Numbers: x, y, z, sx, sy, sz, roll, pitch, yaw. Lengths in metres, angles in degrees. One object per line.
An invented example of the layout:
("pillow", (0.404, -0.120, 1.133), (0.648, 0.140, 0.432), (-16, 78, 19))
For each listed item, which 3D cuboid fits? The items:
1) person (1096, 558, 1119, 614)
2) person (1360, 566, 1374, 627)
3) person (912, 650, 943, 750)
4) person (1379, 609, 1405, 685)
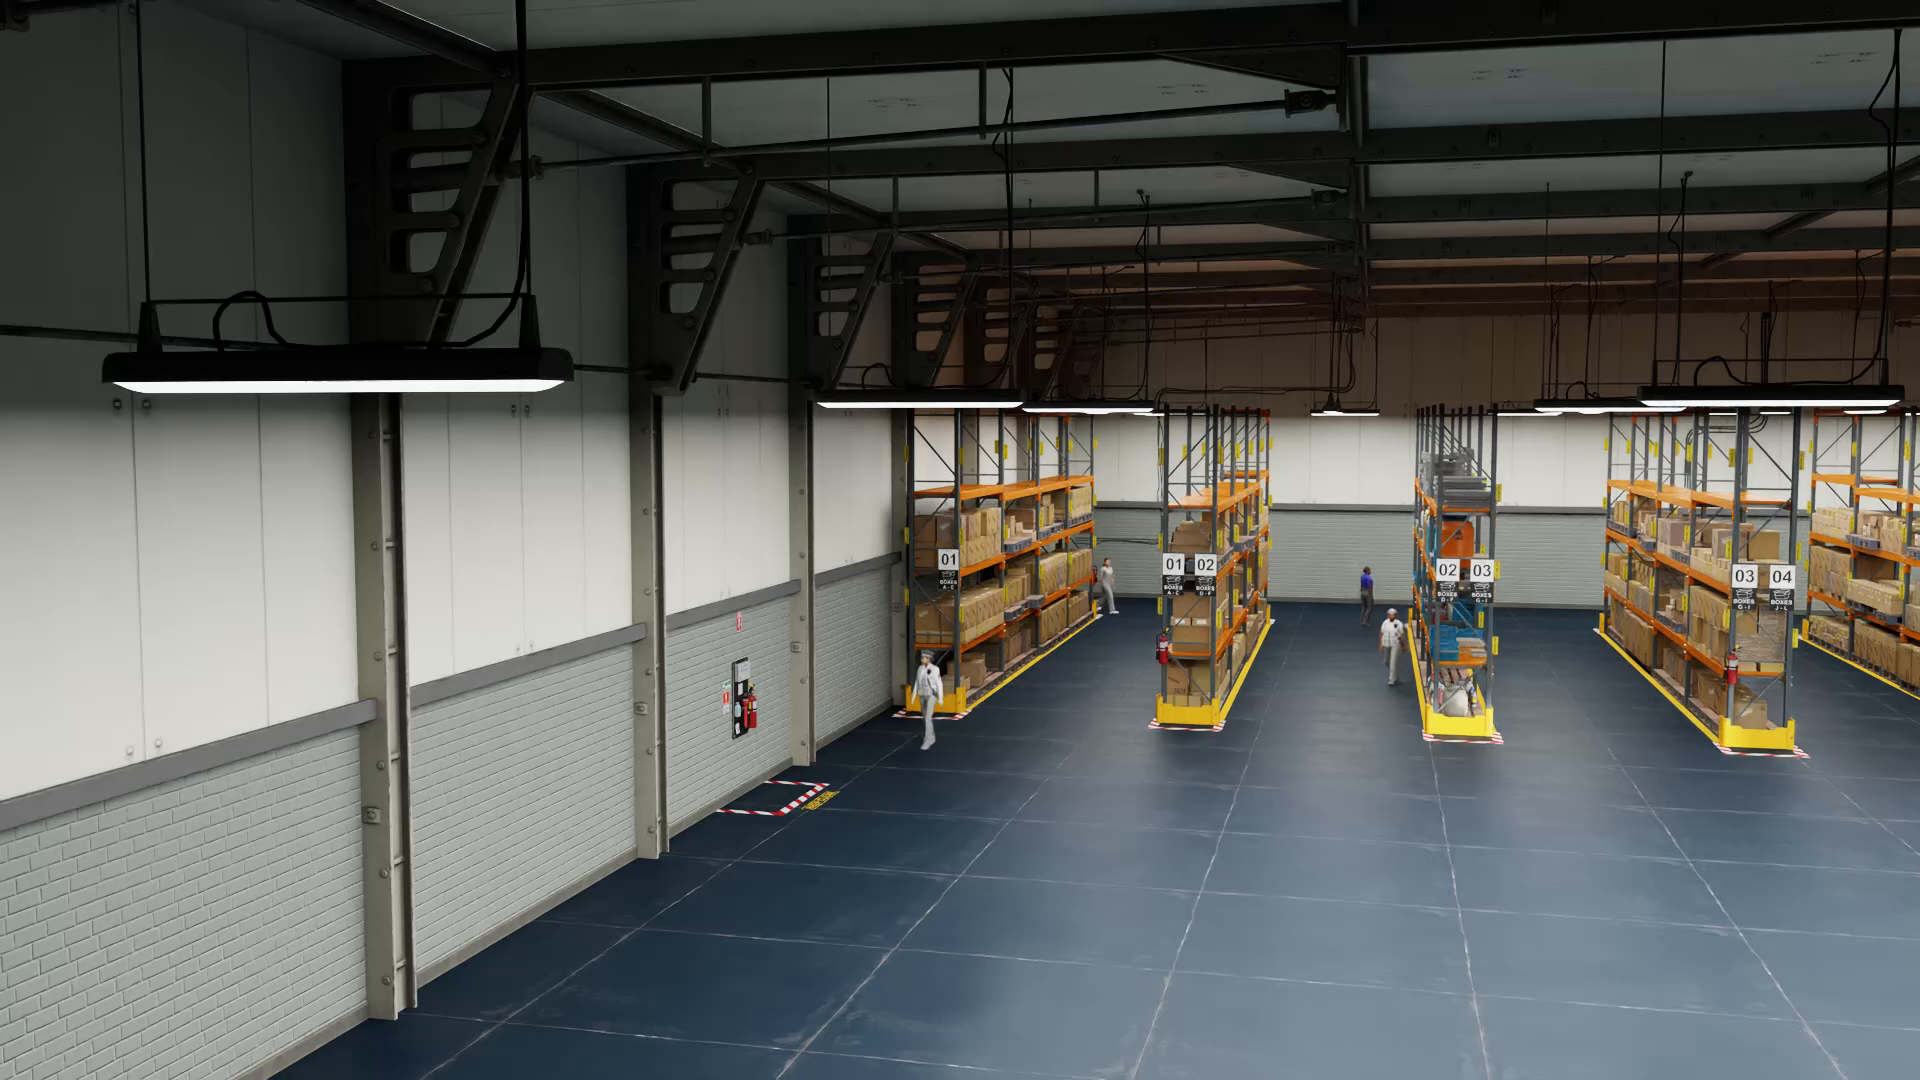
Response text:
("person", (4.287, 1.334, 48.920), (0.964, 1.639, 0.412), (3, 5, 36))
("person", (11.226, 1.570, 45.969), (0.378, 1.711, 0.504), (-2, 5, -23))
("person", (-0.629, 2.768, 29.101), (0.564, 1.679, 0.658), (4, 6, 41))
("person", (9.359, 2.281, 35.993), (0.517, 1.611, 0.996), (3, 5, 31))
